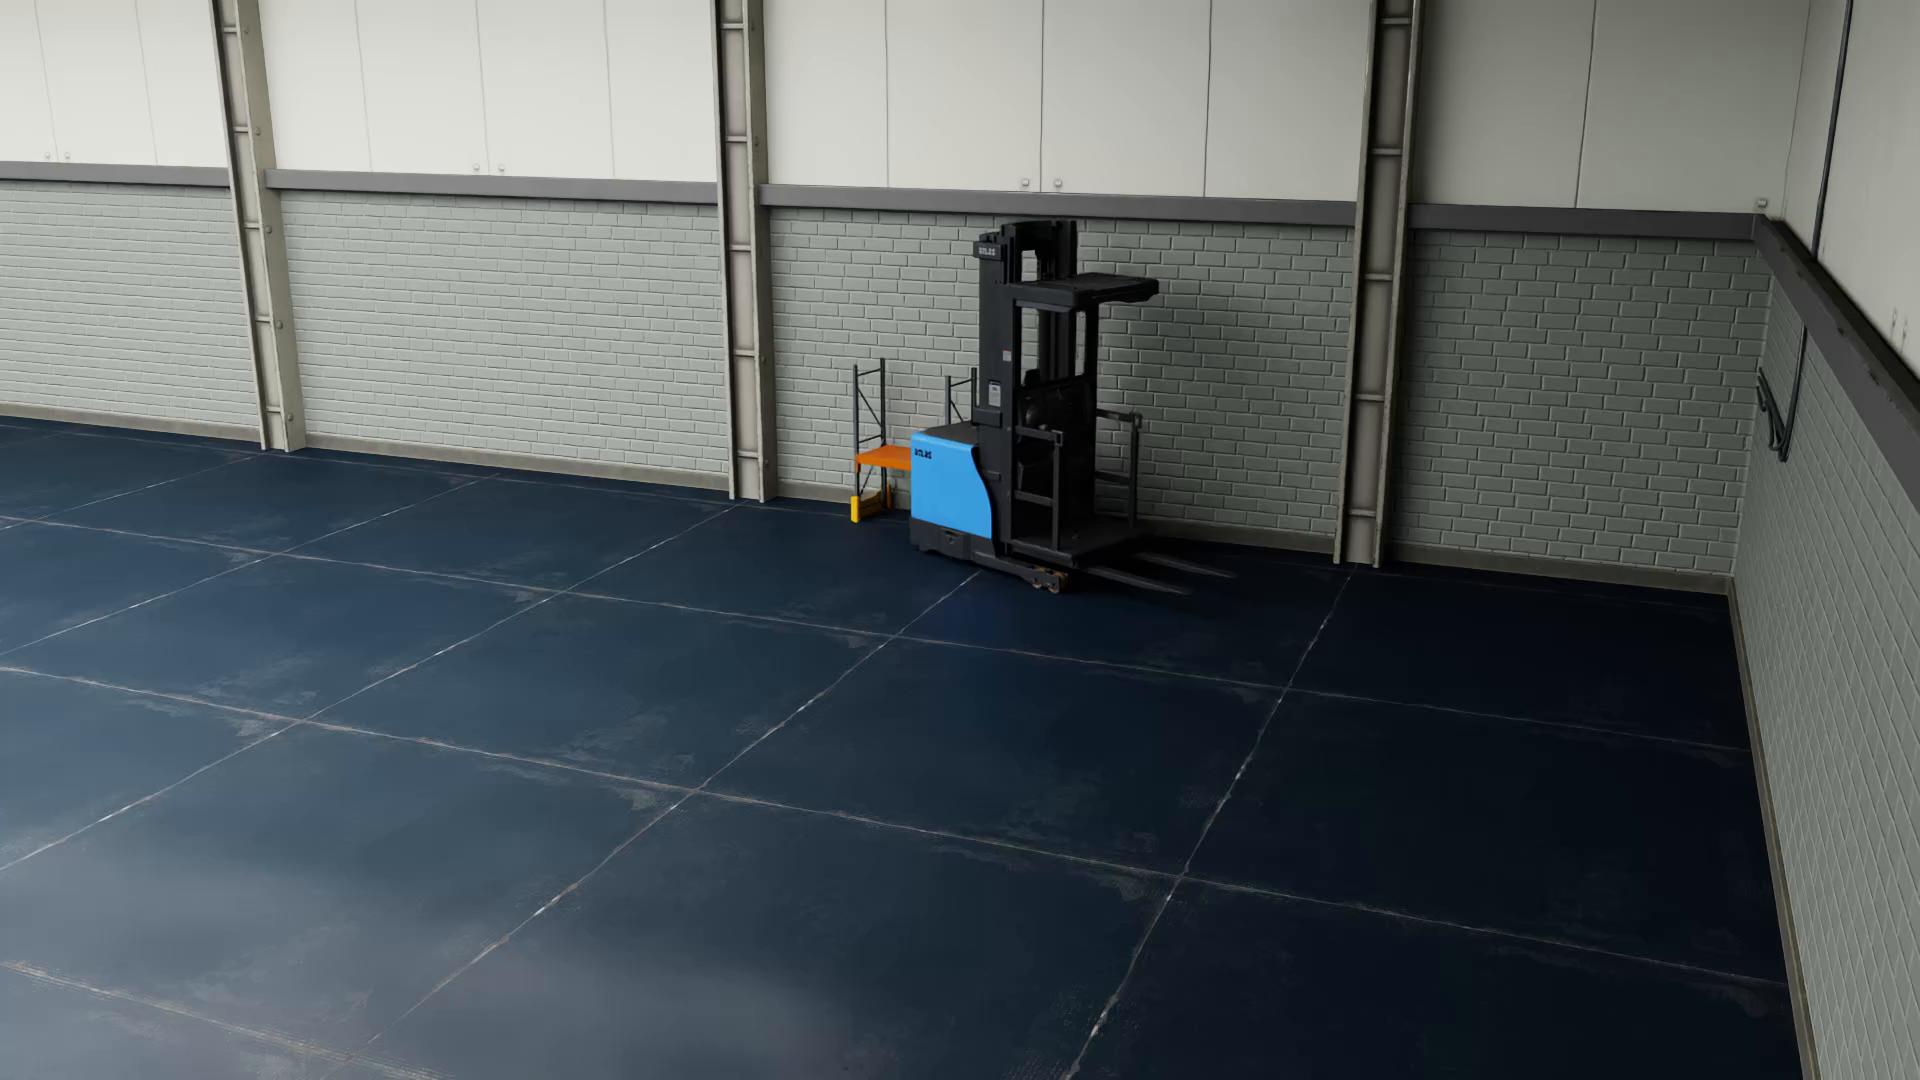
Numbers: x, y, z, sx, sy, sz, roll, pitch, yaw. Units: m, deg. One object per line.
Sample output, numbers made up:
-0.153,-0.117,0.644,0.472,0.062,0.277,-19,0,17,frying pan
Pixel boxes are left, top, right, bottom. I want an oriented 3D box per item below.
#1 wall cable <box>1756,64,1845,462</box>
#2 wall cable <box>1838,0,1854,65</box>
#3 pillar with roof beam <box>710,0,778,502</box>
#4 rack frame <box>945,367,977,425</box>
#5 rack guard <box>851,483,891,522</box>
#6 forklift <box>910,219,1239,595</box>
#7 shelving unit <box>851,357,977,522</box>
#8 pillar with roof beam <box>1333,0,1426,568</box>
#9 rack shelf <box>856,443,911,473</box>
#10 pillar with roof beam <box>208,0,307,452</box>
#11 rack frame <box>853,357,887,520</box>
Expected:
5.764,-2.005,11.585,0.112,2.526,3.097,6,17,21,wall cable
4.771,-3.729,8.464,0.112,2.526,3.097,6,17,21,wall cable
-3.652,-3.638,11.640,0.400,9.000,9.100,6,17,21,pillar with roof beam
0.011,-0.816,15.370,0.032,1.500,0.500,10,19,30,rack frame
-0.857,-0.363,16.051,0.087,0.250,0.587,10,19,30,rack guard
0.950,-1.132,13.891,3.031,2.935,1.130,15,22,42,forklift
-0.431,-0.891,15.628,1.083,1.500,0.587,10,19,30,shelving unit
1.929,-3.024,9.526,0.400,9.000,9.100,6,17,21,pillar with roof beam
-0.424,-0.717,15.674,1.000,0.185,0.538,10,19,30,rack shelf
-9.234,-4.251,13.754,0.400,9.000,9.100,6,17,21,pillar with roof beam
-0.858,-0.963,15.877,0.032,1.500,0.500,10,19,30,rack frame
